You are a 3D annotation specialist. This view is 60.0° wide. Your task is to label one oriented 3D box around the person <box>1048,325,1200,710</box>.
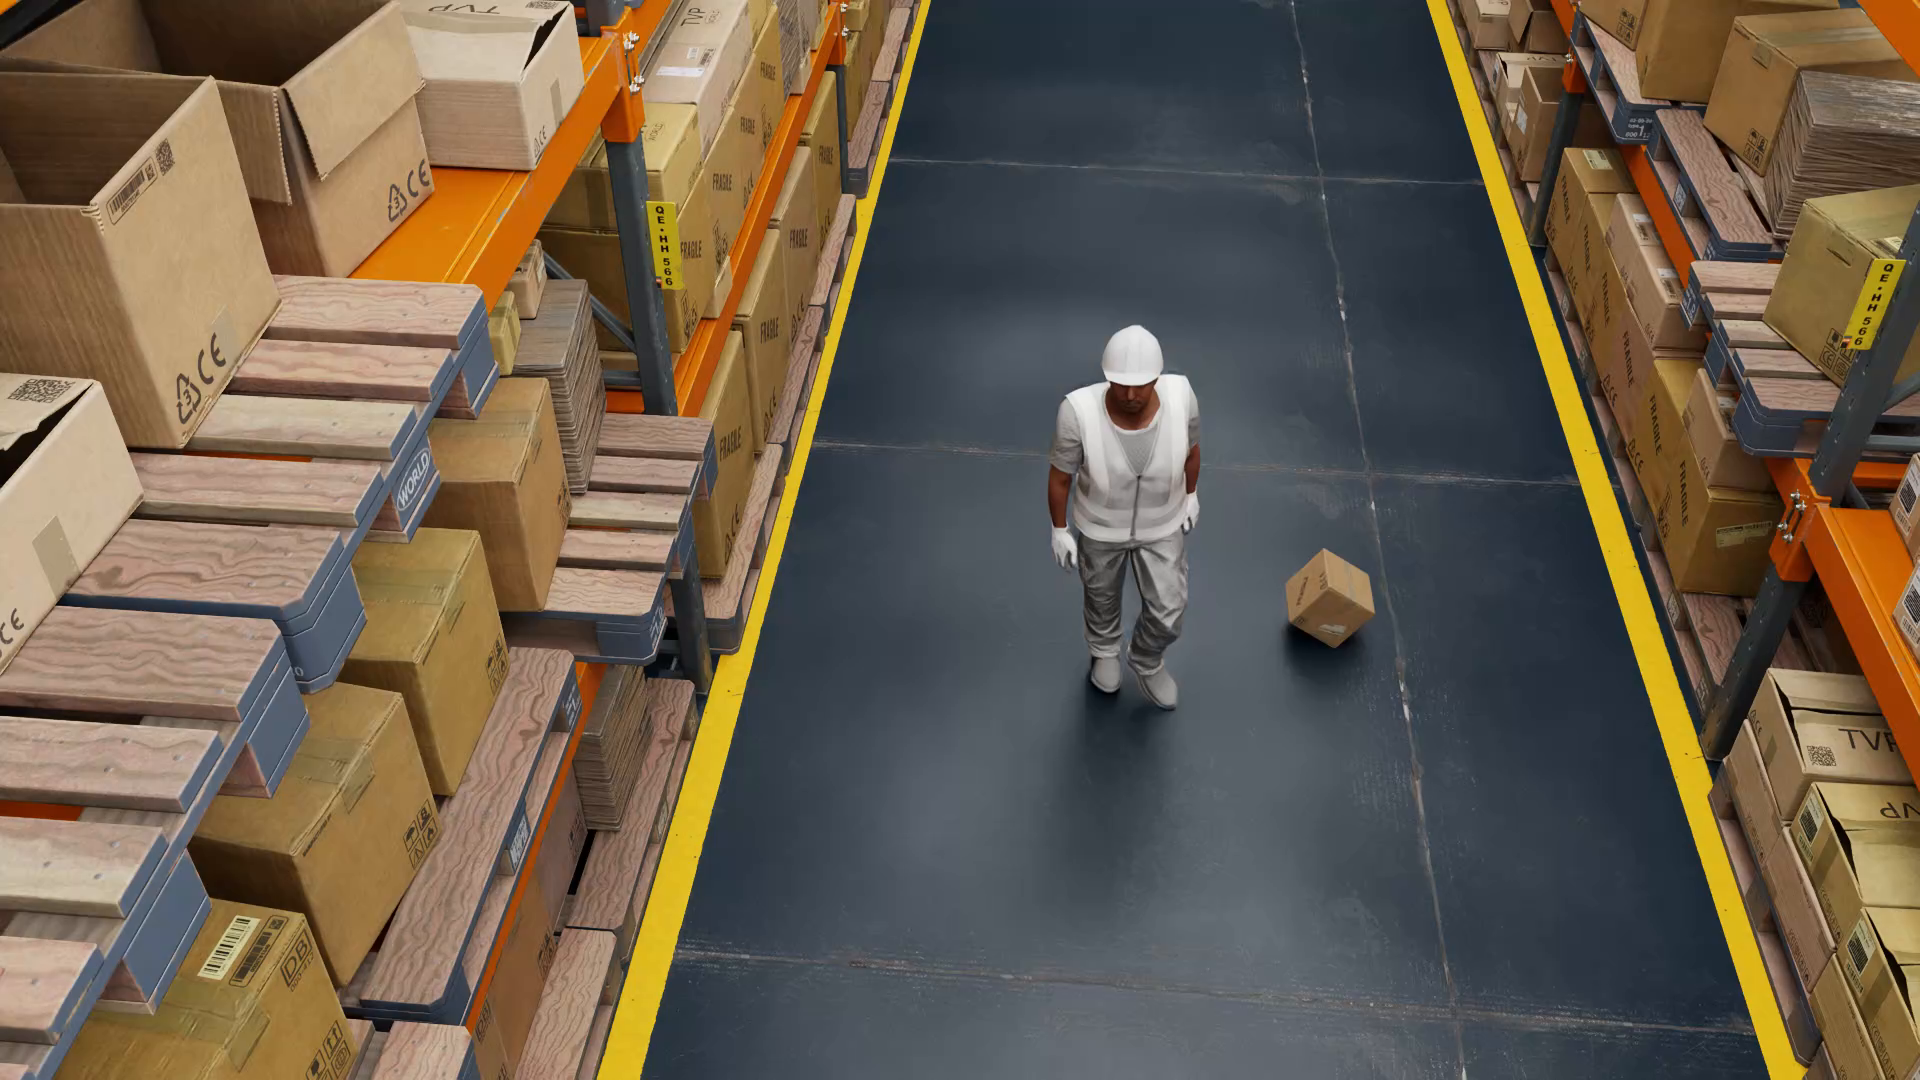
[{"bbox_3d":[0.615,-0.075,6.200,0.594,1.763,0.513,-1,40,-1],"label":"person"}]
